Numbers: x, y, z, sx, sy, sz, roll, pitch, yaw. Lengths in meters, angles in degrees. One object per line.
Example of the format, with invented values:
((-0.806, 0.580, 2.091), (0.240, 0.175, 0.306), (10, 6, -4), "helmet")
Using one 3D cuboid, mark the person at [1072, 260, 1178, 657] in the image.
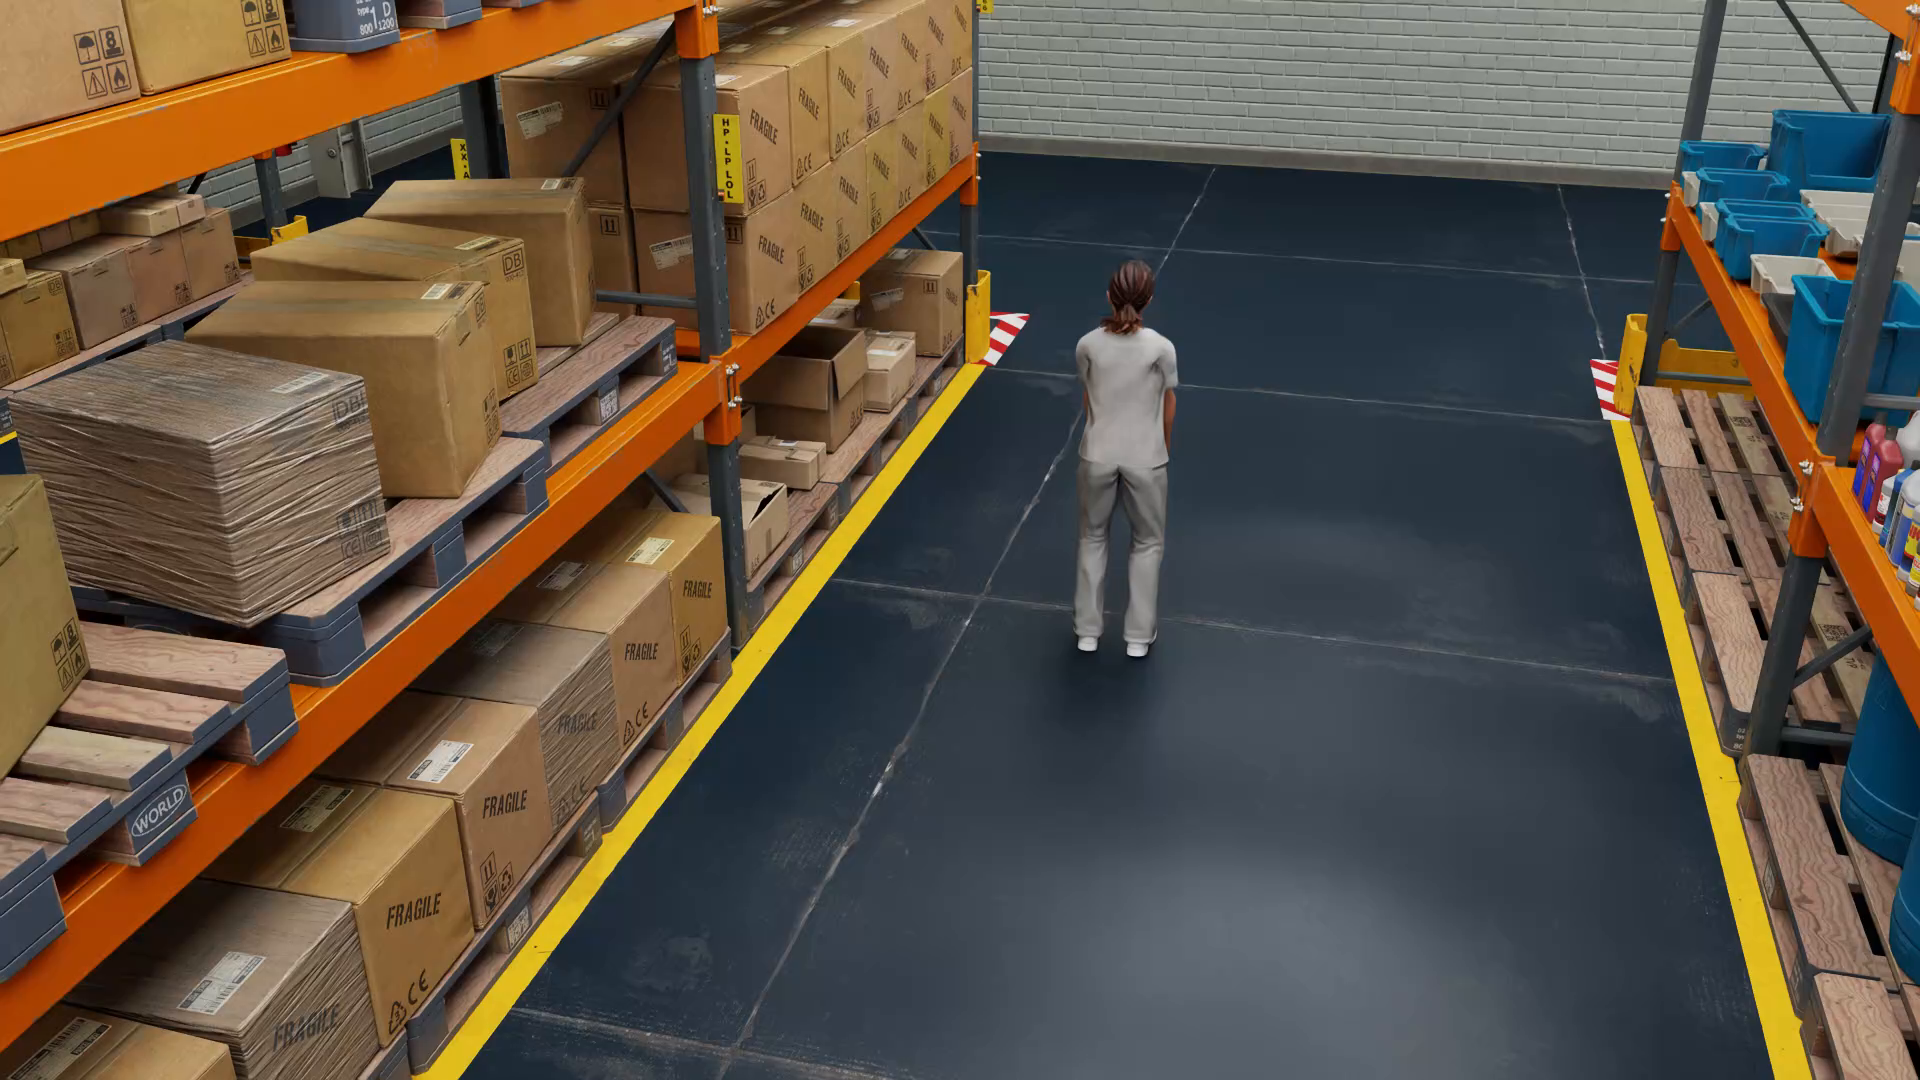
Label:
((0.678, -0.350, 6.867), (0.410, 1.664, 0.514), (6, 26, 12), "person")
